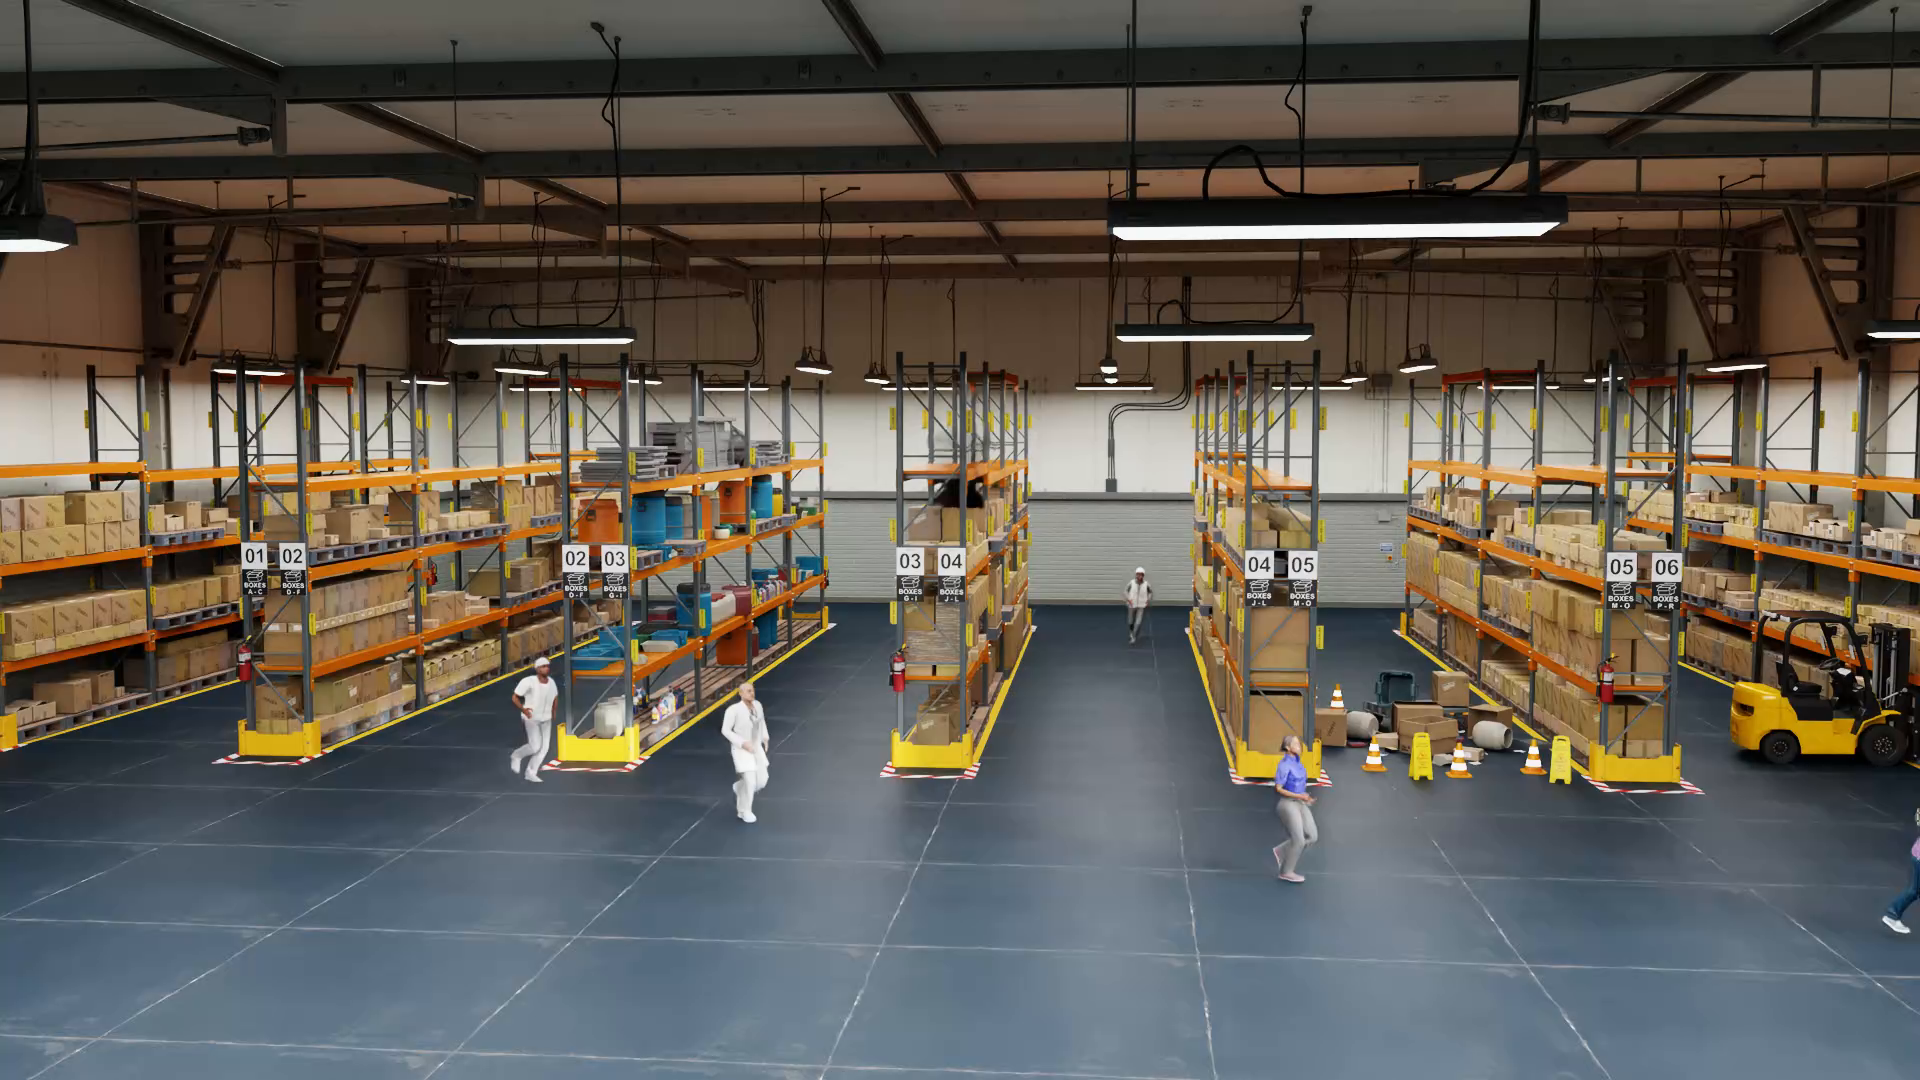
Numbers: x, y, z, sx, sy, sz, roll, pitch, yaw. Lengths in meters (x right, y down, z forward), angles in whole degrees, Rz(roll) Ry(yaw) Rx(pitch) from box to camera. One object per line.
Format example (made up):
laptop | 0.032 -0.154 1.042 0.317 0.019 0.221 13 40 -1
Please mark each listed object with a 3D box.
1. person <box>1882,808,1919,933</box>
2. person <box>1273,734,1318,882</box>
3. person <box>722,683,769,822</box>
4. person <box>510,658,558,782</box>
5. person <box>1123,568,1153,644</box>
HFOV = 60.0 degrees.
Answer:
person | 9.261 3.083 15.945 0.524 1.609 0.731 -3 5 -37
person | 3.651 2.911 18.085 0.551 1.608 0.571 3 5 35
person | -2.692 2.653 20.941 0.658 1.737 0.746 3 5 40
person | -5.949 2.499 23.346 0.570 1.720 0.708 4 5 41
person | 4.043 1.474 37.703 0.675 1.722 0.583 1 4 10
